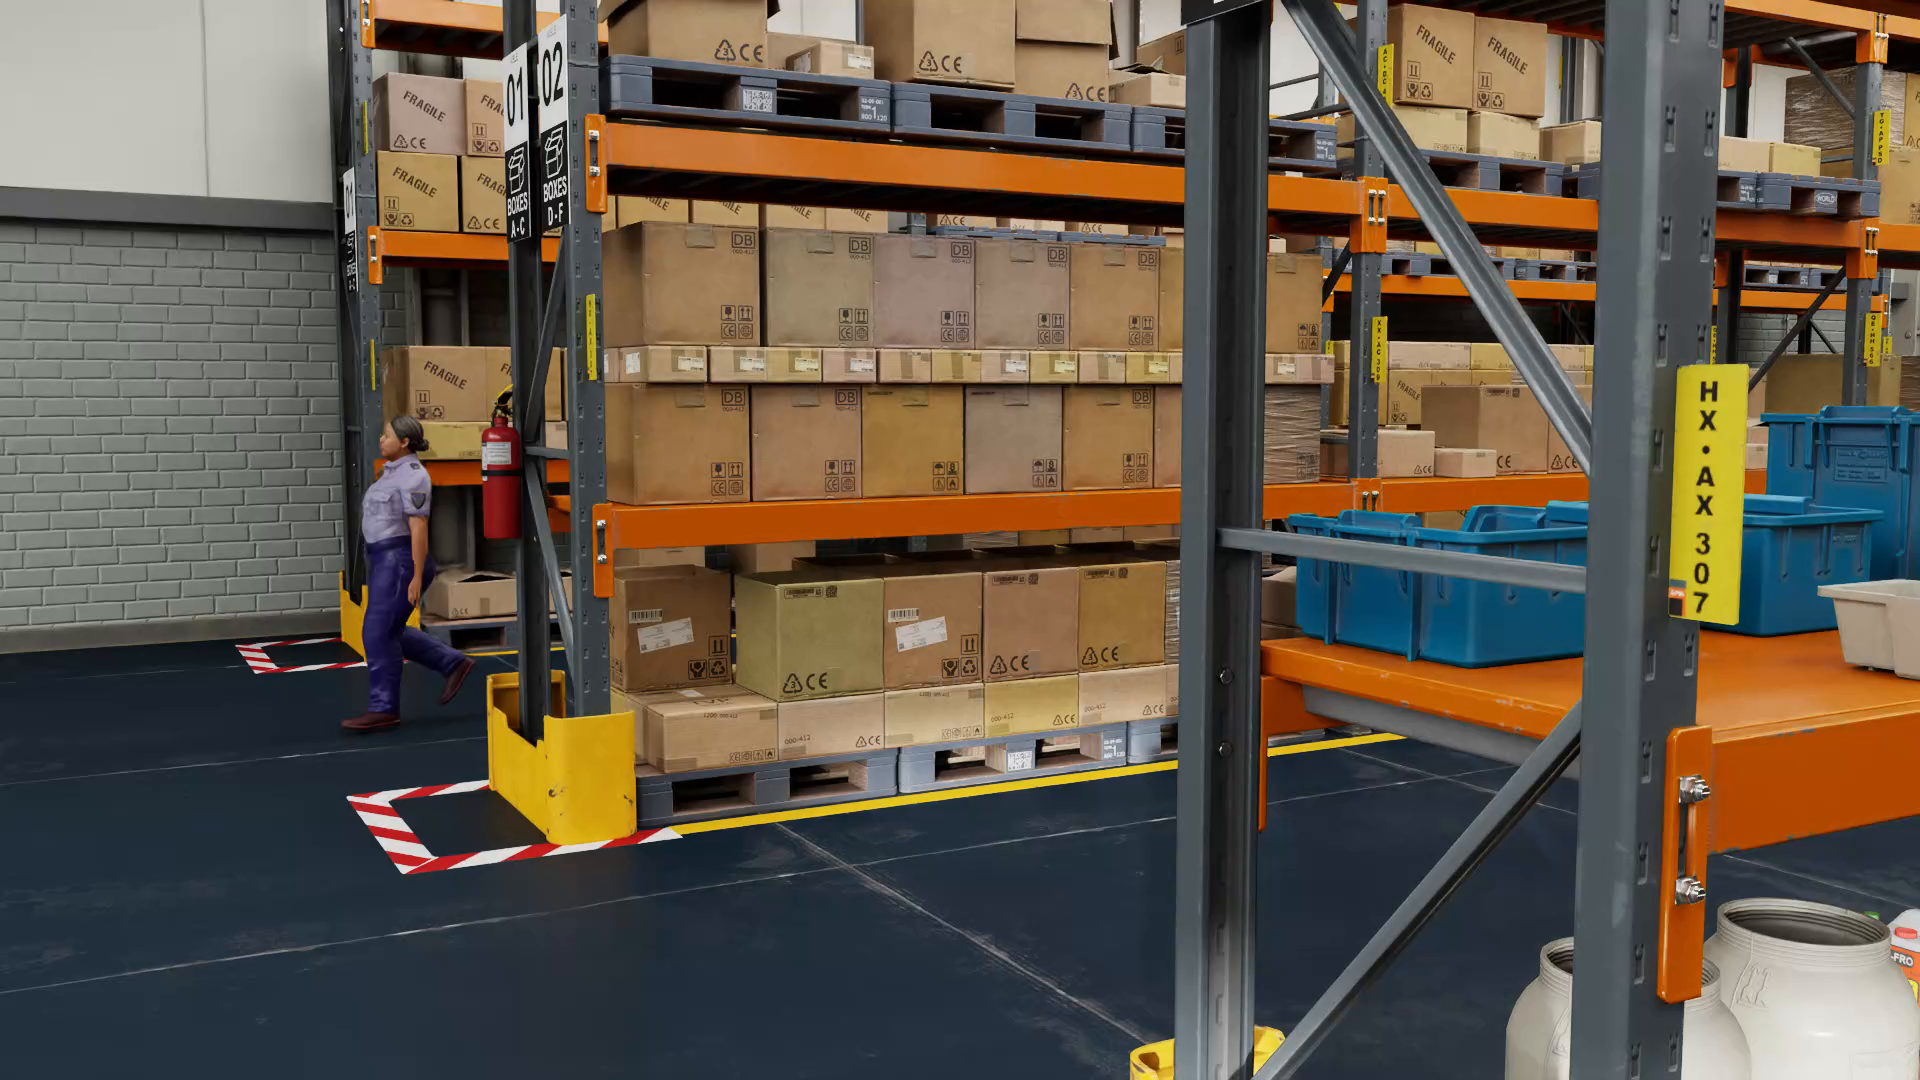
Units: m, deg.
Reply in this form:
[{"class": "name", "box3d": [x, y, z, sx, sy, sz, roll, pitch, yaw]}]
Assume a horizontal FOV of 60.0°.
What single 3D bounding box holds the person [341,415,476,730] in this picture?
[{"class": "person", "box3d": [-2.911, 0.152, 8.755, 0.736, 1.621, 0.482, -3, 6, -29]}]
